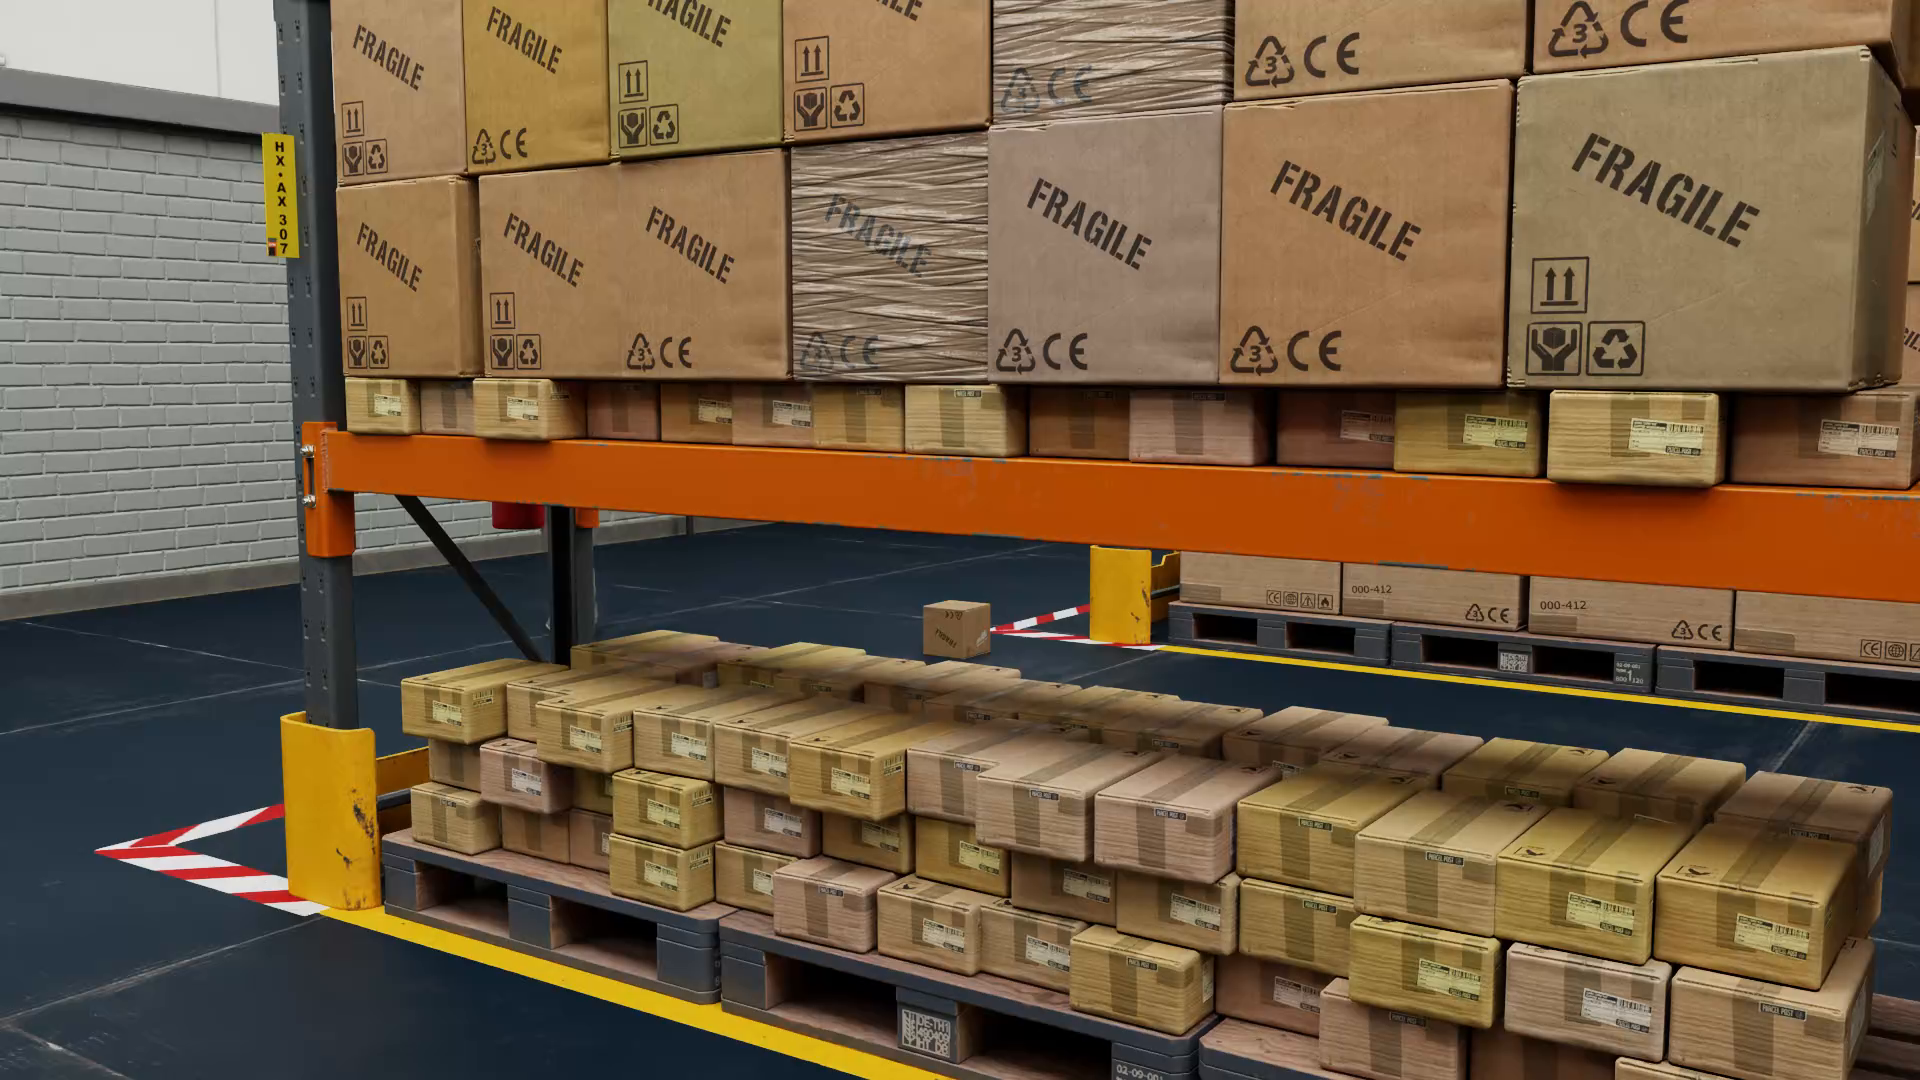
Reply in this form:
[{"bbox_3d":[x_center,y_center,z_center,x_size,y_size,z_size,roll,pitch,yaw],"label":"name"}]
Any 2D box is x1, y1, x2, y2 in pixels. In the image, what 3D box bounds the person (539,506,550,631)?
[{"bbox_3d":[-2.157,-0.333,8.969,0.512,1.786,0.586,4,7,33],"label":"person"}]
